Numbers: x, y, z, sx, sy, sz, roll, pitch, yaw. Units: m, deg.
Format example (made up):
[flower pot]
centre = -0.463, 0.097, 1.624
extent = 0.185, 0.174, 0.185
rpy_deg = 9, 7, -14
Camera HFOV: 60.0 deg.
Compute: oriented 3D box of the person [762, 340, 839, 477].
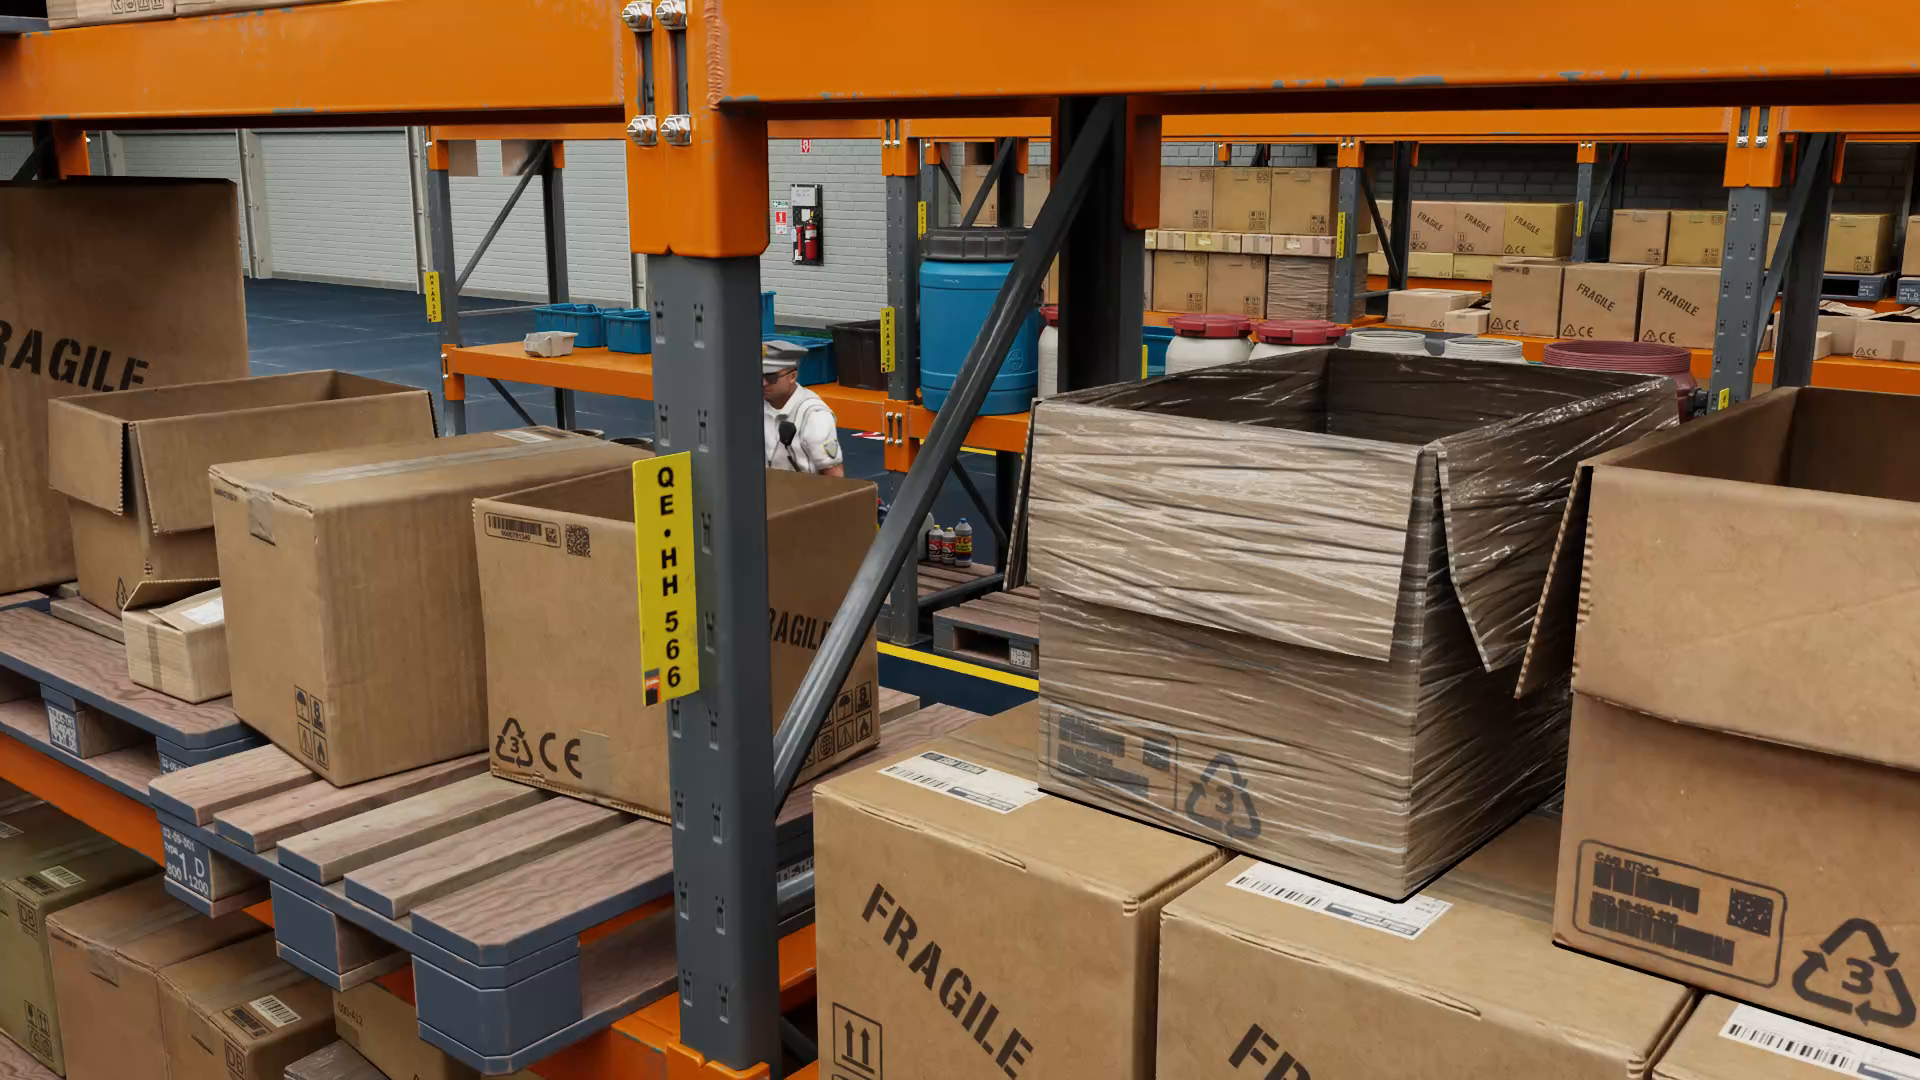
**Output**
[person]
centre = -0.803, -0.065, 7.744
extent = 0.584, 1.748, 0.433
rpy_deg = 11, 17, 38
